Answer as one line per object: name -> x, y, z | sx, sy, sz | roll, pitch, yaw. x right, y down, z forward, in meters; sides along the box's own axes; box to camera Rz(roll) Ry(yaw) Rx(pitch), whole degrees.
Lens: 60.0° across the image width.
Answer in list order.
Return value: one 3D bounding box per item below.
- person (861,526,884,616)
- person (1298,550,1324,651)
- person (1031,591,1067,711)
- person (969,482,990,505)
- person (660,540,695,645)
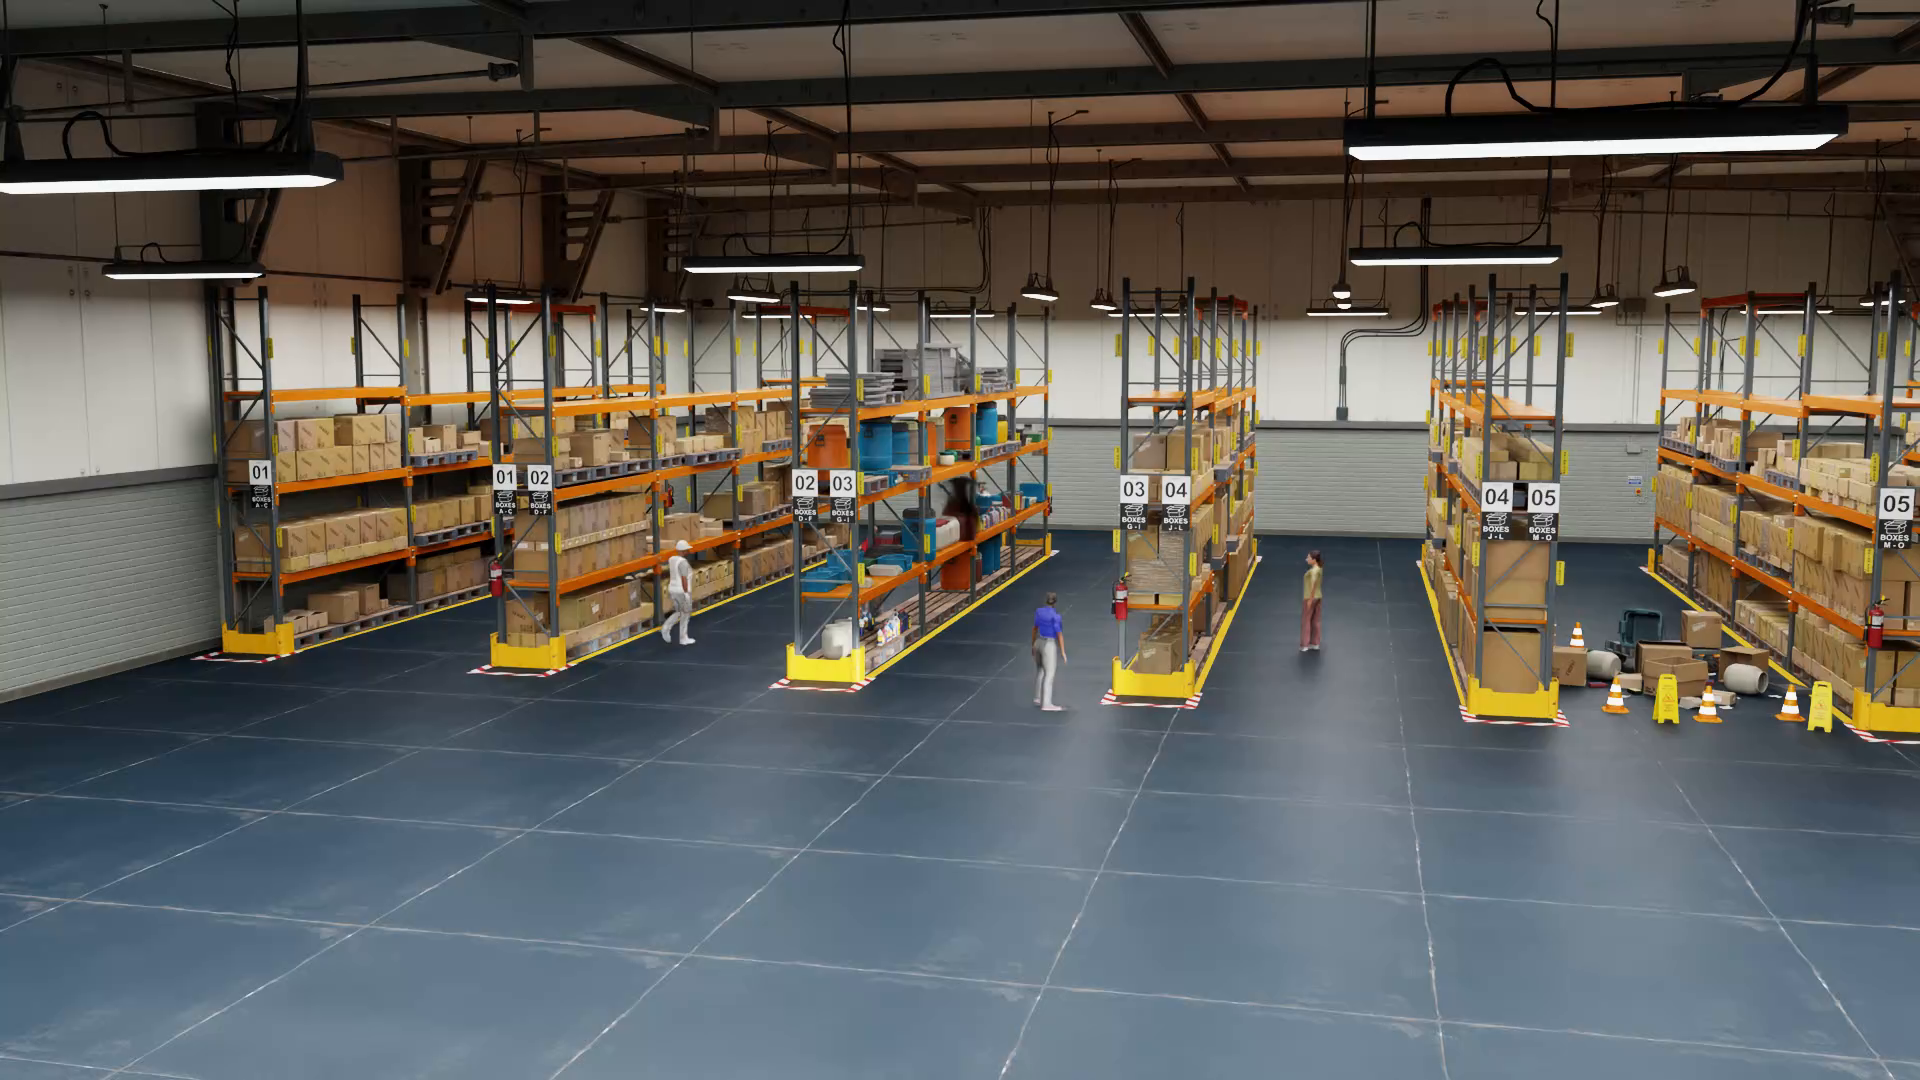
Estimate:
person -> -1.587, 0.600, 31.016 | 0.347, 1.749, 0.706 | 6, 9, 44
person -> 5.834, 1.007, 27.657 | 0.374, 1.686, 0.471 | 5, 9, 39
person -> 1.198, 1.550, 23.172 | 0.407, 1.709, 0.624 | -4, 8, -34
person -> 0.533, -0.617, 41.815 | 0.637, 1.733, 0.764 | 0, 7, 1
person -> -4.760, 0.887, 28.051 | 0.612, 1.778, 0.562 | -6, 9, -43
